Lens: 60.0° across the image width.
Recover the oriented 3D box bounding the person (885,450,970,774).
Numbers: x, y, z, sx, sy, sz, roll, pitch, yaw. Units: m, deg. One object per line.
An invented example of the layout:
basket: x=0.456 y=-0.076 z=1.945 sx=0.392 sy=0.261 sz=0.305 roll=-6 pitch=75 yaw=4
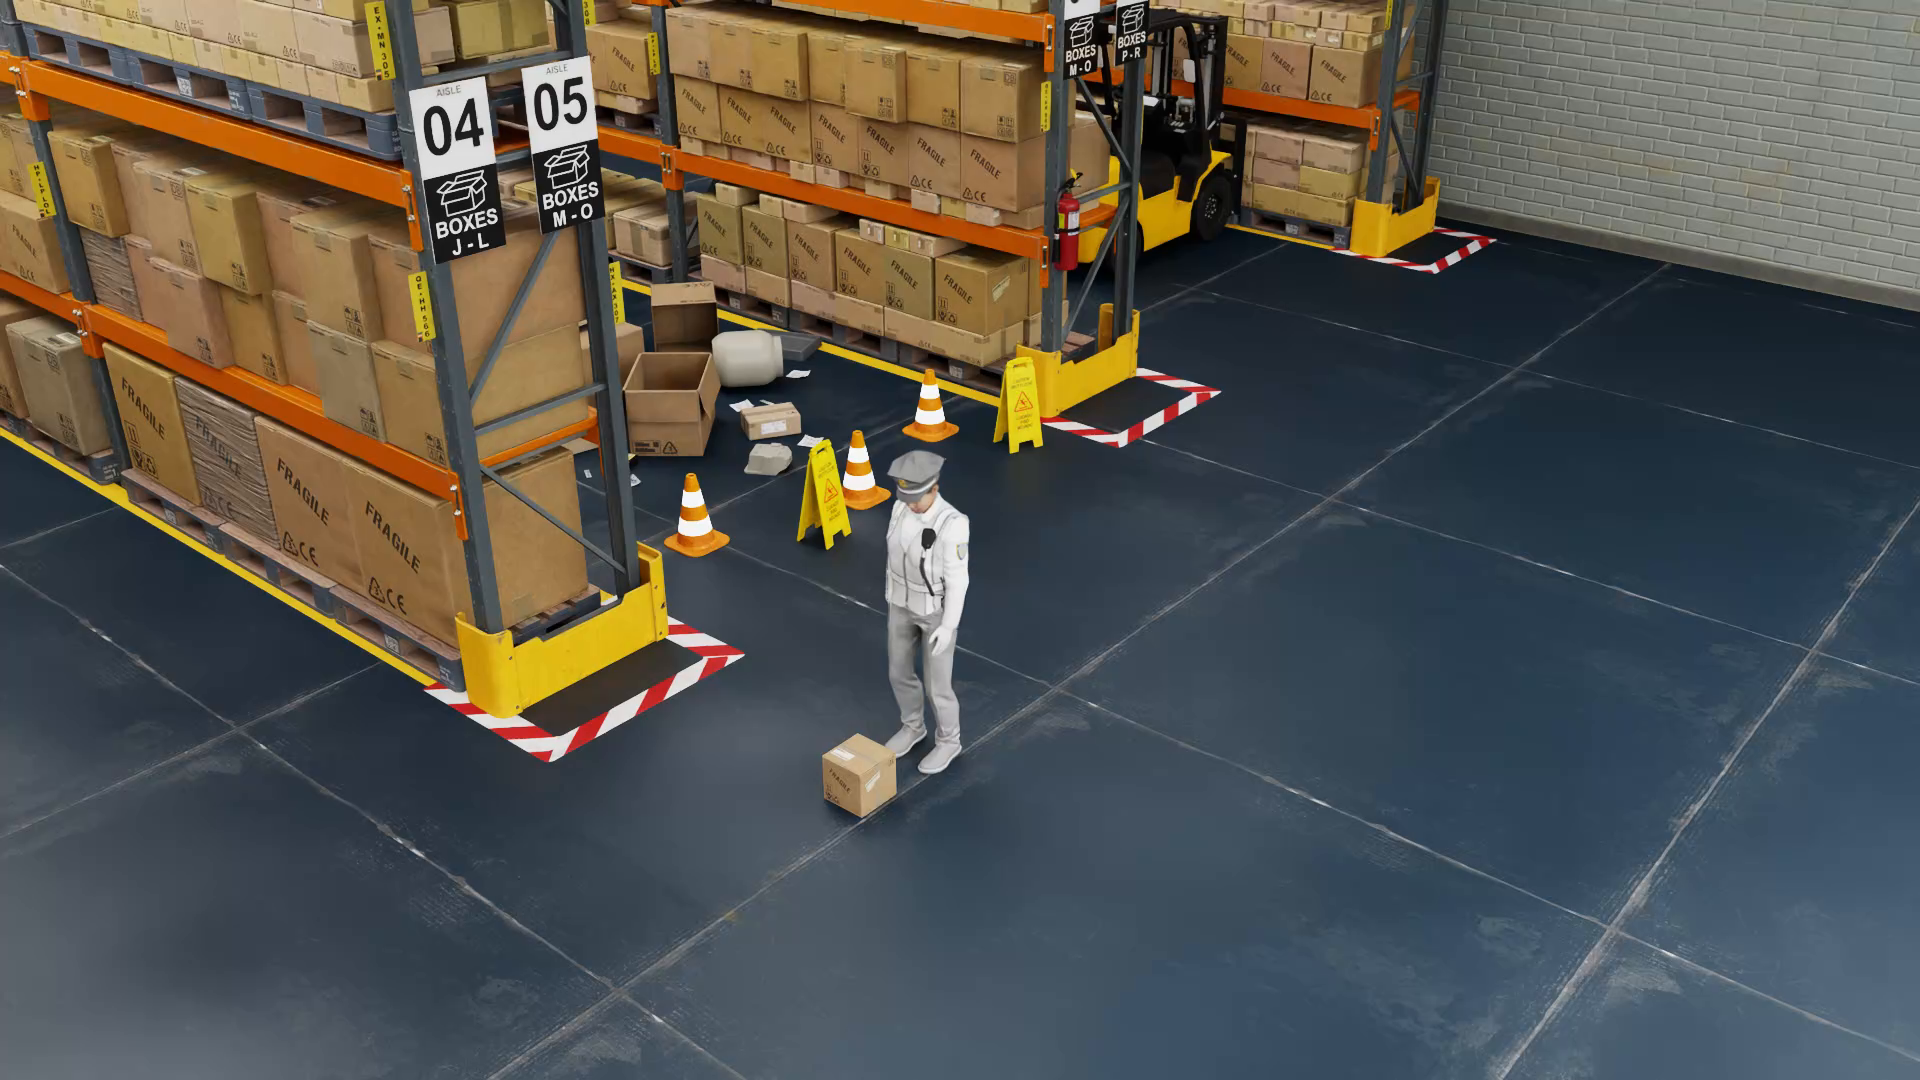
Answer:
person: x=-0.164 y=0.350 z=7.964 sx=0.479 sy=1.656 sz=0.352 roll=22 pitch=35 yaw=35
